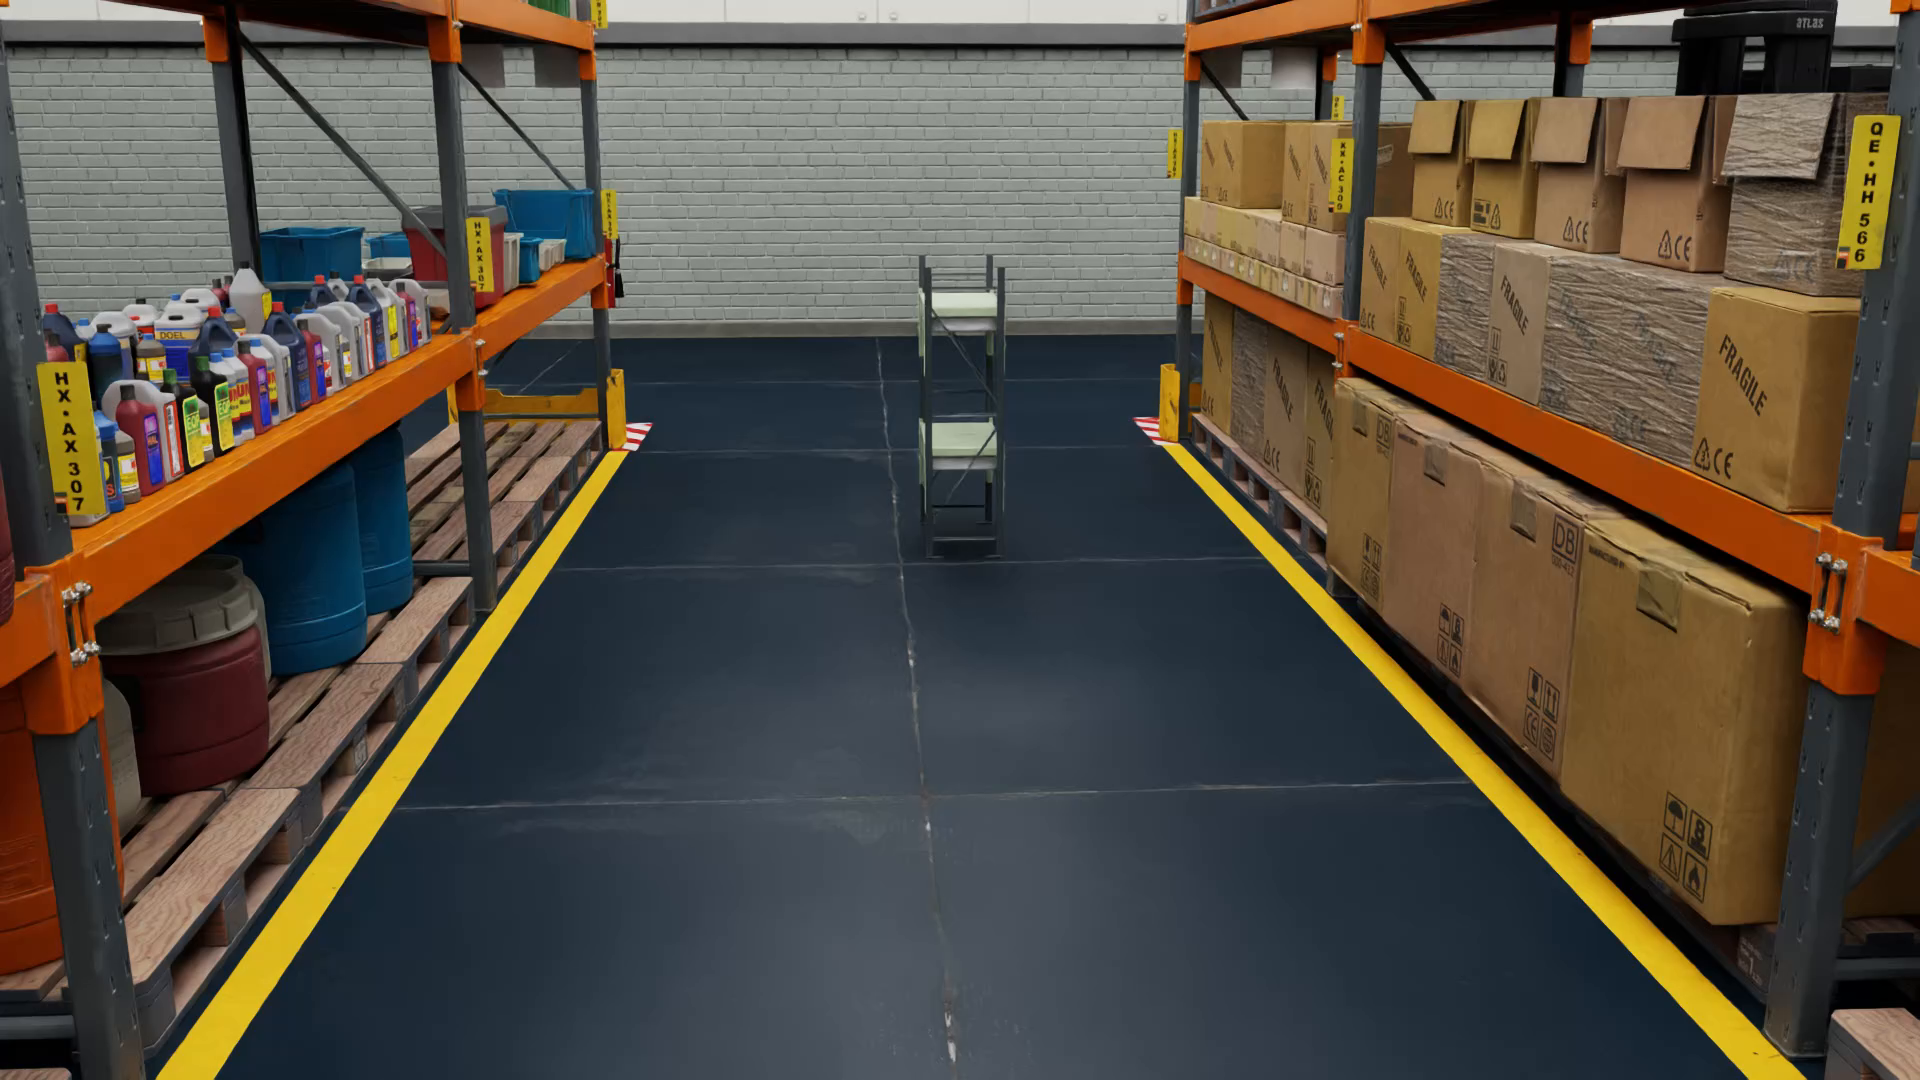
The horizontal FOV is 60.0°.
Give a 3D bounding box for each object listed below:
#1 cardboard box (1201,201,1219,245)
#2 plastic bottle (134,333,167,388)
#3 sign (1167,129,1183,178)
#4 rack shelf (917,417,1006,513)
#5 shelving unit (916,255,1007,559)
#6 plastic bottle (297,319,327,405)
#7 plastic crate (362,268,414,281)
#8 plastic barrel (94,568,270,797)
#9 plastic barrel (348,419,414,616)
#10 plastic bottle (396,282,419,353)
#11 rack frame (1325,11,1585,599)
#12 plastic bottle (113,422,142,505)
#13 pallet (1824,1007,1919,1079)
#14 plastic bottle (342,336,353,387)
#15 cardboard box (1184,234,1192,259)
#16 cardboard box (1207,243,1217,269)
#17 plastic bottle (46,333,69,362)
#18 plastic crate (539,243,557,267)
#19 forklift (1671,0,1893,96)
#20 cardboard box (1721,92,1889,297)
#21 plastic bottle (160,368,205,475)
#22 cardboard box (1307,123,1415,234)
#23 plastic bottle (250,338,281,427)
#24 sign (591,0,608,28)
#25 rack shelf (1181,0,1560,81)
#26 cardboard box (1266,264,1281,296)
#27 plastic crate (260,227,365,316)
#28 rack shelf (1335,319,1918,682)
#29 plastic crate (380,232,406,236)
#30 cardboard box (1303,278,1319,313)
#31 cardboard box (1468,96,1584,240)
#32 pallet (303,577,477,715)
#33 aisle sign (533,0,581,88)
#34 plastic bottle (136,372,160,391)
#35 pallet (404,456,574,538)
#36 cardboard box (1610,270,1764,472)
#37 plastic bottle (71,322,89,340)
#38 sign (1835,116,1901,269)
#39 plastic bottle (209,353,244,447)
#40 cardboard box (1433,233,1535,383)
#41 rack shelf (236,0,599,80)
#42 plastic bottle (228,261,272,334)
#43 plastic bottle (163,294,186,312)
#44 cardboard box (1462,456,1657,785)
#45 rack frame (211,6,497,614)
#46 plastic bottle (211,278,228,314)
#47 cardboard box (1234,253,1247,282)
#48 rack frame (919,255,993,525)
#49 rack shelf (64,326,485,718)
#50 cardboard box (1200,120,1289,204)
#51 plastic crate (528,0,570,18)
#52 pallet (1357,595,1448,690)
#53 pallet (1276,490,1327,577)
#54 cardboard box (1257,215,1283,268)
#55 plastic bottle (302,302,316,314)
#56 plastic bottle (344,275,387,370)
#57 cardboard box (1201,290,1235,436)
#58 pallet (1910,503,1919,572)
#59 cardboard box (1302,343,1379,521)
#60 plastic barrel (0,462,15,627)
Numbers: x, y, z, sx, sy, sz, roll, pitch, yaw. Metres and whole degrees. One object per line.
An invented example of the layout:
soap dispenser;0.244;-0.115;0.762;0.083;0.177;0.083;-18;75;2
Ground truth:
cardboard box;1.824;-2.008;10.516;0.500;0.250;0.500;-1;14;-4
plastic bottle;-2.827;-0.620;5.814;0.097;0.201;0.097;0;14;0
sign;1.471;-2.640;11.372;0.100;0.325;0.005;-1;14;-3
rack shelf;0.000;-0.409;8.914;0.431;0.370;0.720;-1;14;-3
shelving unit;0.000;-0.725;8.833;0.431;1.500;0.755;-1;14;-3
plastic bottle;-2.187;-0.605;5.591;0.061;0.283;0.133;-1;14;-3
plastic crate;-3.008;-1.288;8.446;0.437;0.125;0.590;-1;14;-3
plastic barrel;-2.540;0.439;5.299;0.600;0.588;0.708;-1;14;-3
plastic barrel;-2.653;-0.170;7.036;0.600;0.901;0.708;-1;14;-3
plastic bottle;-2.263;-0.912;6.786;0.061;0.283;0.133;-1;14;-3
rack frame;2.273;-1.195;7.651;1.000;3.000;0.127;-1;14;-3
plastic bottle;-2.112;-0.193;4.157;0.097;0.201;0.097;0;14;0
pallet;2.568;1.345;3.376;1.003;0.211;1.213;-1;14;-3
plastic bottle;-2.226;-0.651;5.936;0.097;0.201;0.097;0;14;0
cardboard box;1.718;-1.975;11.185;0.380;0.149;0.250;-1;14;-3
cardboard box;1.769;-1.782;10.438;0.380;0.149;0.250;-1;14;-4
plastic bottle;-2.812;-0.494;5.159;0.061;0.283;0.133;-1;14;-3
plastic crate;-2.683;-1.742;10.187;0.396;0.136;0.243;-1;14;-3
forklift;5.126;-1.793;10.112;3.031;2.935;1.130;-4;15;-16
cardboard box;2.492;-0.916;4.355;0.797;0.503;0.637;0;14;-2
plastic bottle;-2.118;-0.329;4.519;0.061;0.283;0.133;-1;14;-3
cardboard box;1.978;-1.740;7.967;0.500;0.500;0.500;0;14;-2
plastic bottle;-2.178;-0.490;5.171;0.097;0.271;0.097;0;14;0
sign;-2.370;-3.528;10.908;0.100;0.325;0.005;-1;14;-3
rack shelf;2.149;-2.797;9.300;1.077;0.370;4.000;-1;14;-3
cardboard box;1.863;-1.400;8.952;0.380;0.149;0.250;-1;14;-2
plastic crate;-3.040;-1.251;7.779;0.392;0.384;0.575;-1;14;-3
rack shelf;2.397;-0.349;5.807;1.077;0.370;4.000;-1;14;-3
plastic crate;-3.150;-1.667;9.702;0.416;0.233;0.300;-1;14;-3
cardboard box;1.911;-1.208;8.206;0.380;0.149;0.250;-1;14;-2
cardboard box;2.352;-1.400;6.232;0.797;0.503;0.637;-1;14;-3
pallet;-2.664;0.425;6.953;1.003;0.211;1.213;-1;14;-3
aisle sign;-2.630;-3.395;10.983;0.394;0.787;0.004;-1;14;-3
plastic bottle;-2.196;-0.317;4.498;0.097;0.271;0.097;0;14;0
pallet;-2.833;-0.254;9.591;1.003;0.211;1.213;-1;14;-3
cardboard box;2.218;-0.491;4.716;0.500;0.500;0.500;-1;14;-4
plastic bottle;-2.964;-0.594;5.572;0.097;0.271;0.097;0;14;0
sign;1.967;-0.751;3.603;0.100;0.325;0.005;-1;14;-3
plastic bottle;-2.158;-0.409;4.854;0.097;0.271;0.097;0;14;0
cardboard box;2.115;-0.876;6.209;0.500;0.500;0.500;-1;14;-5
rack shelf;-2.794;-2.720;9.003;1.077;0.370;4.000;-1;14;-3
plastic bottle;-2.969;-0.992;6.961;0.144;0.351;0.185;-1;14;-3
plastic bottle;-3.019;-0.815;6.432;0.097;0.271;0.097;0;14;0
cardboard box;2.452;0.232;5.527;1.225;0.875;0.875;-1;14;-3
rack frame;-2.670;-1.118;7.353;1.000;3.000;0.127;-1;14;-3
plastic bottle;-3.065;-0.931;6.859;0.061;0.283;0.133;-1;14;-3
cardboard box;1.815;-1.592;9.699;0.380;0.149;0.250;-1;14;-5
rack frame;-0.022;-0.816;9.187;0.400;1.500;0.023;-1;14;-3
rack shelf;-2.546;-0.273;5.510;1.077;0.370;4.000;-1;14;-3
cardboard box;1.817;-2.376;10.442;0.500;0.500;0.500;-1;14;-5
plastic crate;-2.572;-3.222;9.936;0.450;0.188;0.336;-1;14;-3
pallet;2.396;0.346;7.257;1.003;0.211;1.213;-1;14;-3
pallet;2.304;-0.035;8.738;1.003;0.211;1.213;-1;14;-3
cardboard box;1.918;-1.628;9.037;0.500;0.250;0.500;-1;14;-2
plastic bottle;-2.393;-0.740;6.142;0.097;0.271;0.097;0;14;0
plastic bottle;-2.275;-0.825;6.312;0.144;0.351;0.185;-1;14;-3
cardboard box;2.145;-1.206;11.116;0.875;0.875;0.875;-1;14;-3
pallet;2.672;0.068;3.126;1.213;0.211;1.003;-1;14;-3
cardboard box;2.312;-0.535;8.506;0.875;0.875;0.875;-1;14;-3
plastic barrel;-2.091;-0.079;3.040;0.600;0.536;0.708;-1;14;-3
